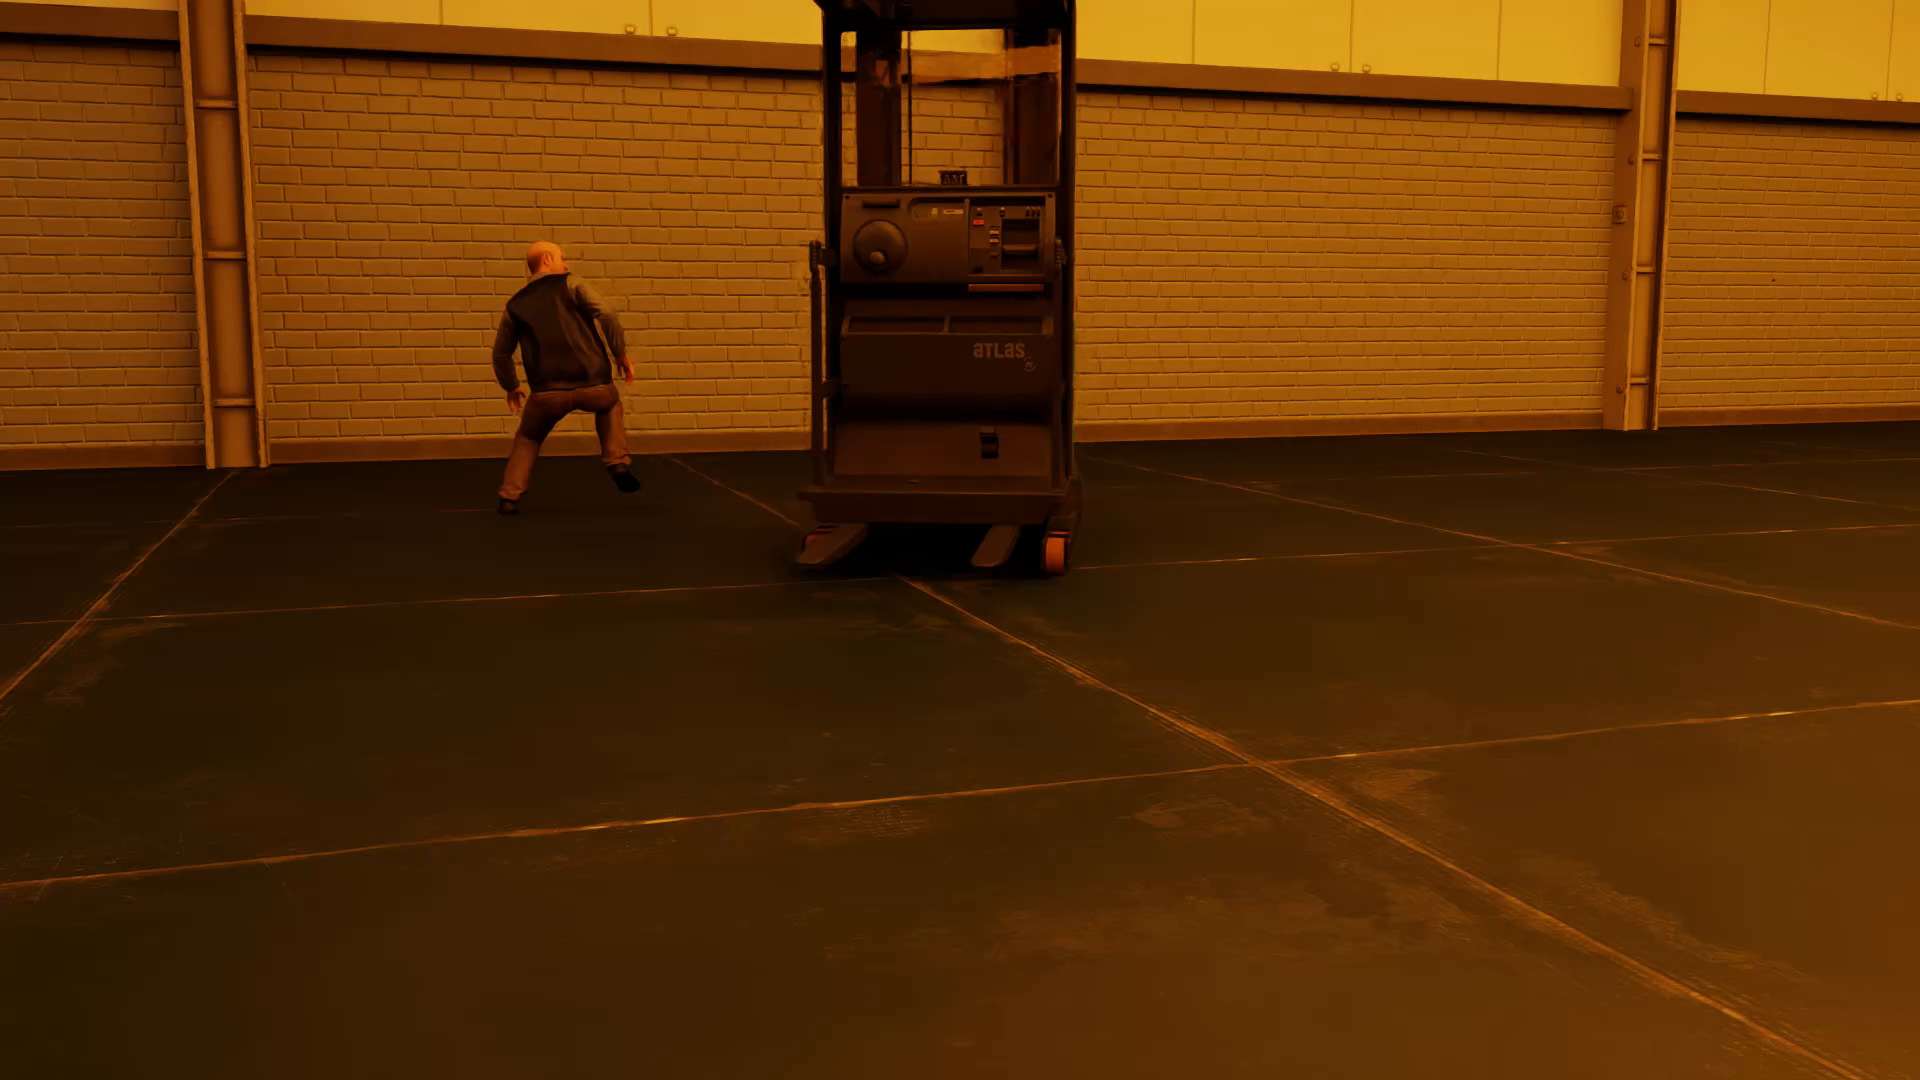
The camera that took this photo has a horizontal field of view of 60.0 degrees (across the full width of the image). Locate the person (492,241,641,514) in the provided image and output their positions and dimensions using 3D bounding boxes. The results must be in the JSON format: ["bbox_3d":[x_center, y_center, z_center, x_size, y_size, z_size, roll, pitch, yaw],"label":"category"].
[{"bbox_3d":[-2.158,-0.871,9.054,0.775,1.496,0.667,-1,8,-6],"label":"person"}]

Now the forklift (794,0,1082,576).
[{"bbox_3d":[-0.072,-1.350,6.977,1.130,2.935,3.031,1,8,6],"label":"forklift"}]
